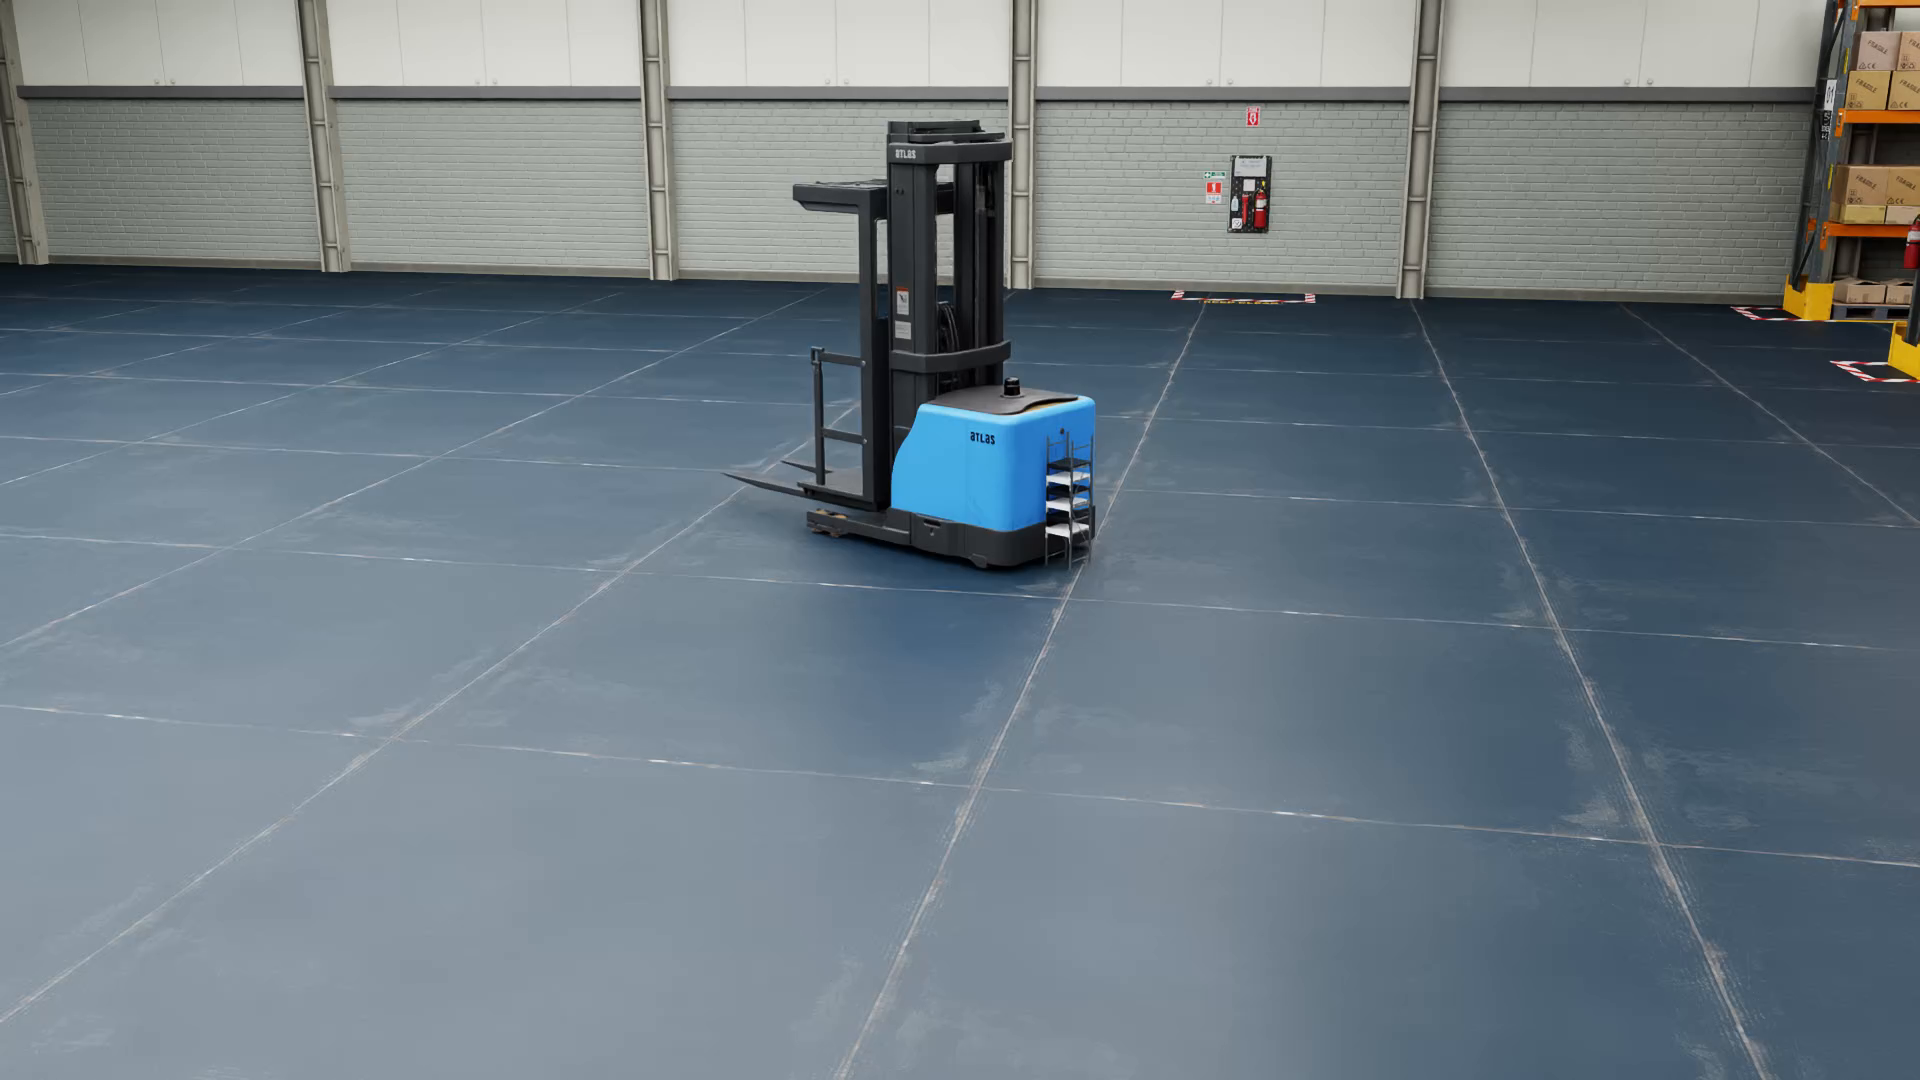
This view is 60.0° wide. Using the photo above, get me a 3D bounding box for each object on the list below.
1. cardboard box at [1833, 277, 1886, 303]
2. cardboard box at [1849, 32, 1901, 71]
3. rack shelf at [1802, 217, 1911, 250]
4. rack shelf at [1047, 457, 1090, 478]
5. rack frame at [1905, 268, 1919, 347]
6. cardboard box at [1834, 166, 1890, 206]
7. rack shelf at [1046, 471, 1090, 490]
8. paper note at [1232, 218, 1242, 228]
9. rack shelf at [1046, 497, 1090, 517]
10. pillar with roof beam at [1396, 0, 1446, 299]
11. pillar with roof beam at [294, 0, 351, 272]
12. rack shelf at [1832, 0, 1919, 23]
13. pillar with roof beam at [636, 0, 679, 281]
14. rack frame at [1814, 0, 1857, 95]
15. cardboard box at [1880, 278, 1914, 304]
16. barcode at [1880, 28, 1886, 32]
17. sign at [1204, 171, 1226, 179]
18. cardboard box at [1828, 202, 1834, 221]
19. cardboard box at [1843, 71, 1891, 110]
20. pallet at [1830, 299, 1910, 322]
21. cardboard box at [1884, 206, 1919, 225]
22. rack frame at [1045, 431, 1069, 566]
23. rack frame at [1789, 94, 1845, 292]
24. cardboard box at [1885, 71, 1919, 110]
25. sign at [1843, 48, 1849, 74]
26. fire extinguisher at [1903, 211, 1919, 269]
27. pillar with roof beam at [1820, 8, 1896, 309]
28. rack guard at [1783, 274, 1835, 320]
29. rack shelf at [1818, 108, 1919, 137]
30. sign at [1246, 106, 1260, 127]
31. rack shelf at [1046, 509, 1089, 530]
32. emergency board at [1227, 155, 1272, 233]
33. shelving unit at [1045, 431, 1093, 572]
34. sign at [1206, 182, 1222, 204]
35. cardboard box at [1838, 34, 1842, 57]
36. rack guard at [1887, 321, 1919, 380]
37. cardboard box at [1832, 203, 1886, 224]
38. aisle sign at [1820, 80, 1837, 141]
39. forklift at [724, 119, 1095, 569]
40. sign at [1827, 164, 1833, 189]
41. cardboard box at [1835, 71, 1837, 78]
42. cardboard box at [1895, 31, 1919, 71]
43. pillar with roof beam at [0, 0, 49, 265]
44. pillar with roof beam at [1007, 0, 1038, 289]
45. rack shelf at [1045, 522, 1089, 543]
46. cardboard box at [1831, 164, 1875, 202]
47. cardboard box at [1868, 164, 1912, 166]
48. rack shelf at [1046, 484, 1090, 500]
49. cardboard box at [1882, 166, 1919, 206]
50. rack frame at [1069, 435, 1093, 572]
[{"bbox_3d":[12.532,-3.491,23.189,0.500,0.311,0.500,1,16,5],"label":"cardboard box"},{"bbox_3d":[12.201,-6.537,22.254,0.500,0.500,0.500,2,16,7],"label":"cardboard box"},{"bbox_3d":[13.831,-4.182,22.819,4.000,0.370,1.077,3,16,11],"label":"rack shelf"},{"bbox_3d":[0.738,-0.491,11.193,0.200,0.077,0.258,13,20,39],"label":"rack shelf"},{"bbox_3d":[10.888,-3.339,18.428,0.127,3.000,1.000,3,16,11],"label":"rack frame"},{"bbox_3d":[12.279,-4.830,22.649,0.500,0.500,0.500,3,16,11],"label":"cardboard box"},{"bbox_3d":[0.738,-0.405,11.217,0.200,0.077,0.258,13,20,39],"label":"rack shelf"},{"bbox_3d":[4.276,-4.888,25.669,0.142,0.148,0.016,3,16,11],"label":"paper note"},{"bbox_3d":[0.738,-0.231,11.266,0.200,0.077,0.258,13,20,39],"label":"rack shelf"},{"bbox_3d":[5.992,-6.909,20.075,0.400,9.000,9.100,3,16,11],"label":"pillar with roof beam"},{"bbox_3d":[-11.647,-7.866,23.532,0.400,9.000,9.100,3,16,11],"label":"pillar with roof beam"},{"bbox_3d":[13.831,-7.072,22.019,4.000,0.370,1.077,3,16,11],"label":"rack shelf"},{"bbox_3d":[-5.767,-7.547,22.380,0.400,9.000,9.100,3,16,11],"label":"pillar with roof beam"},{"bbox_3d":[11.872,-7.527,22.306,0.127,3.000,1.000,3,16,11],"label":"rack frame"},{"bbox_3d":[13.090,-3.461,23.080,0.500,0.311,0.500,4,16,16],"label":"cardboard box"},{"bbox_3d":[12.667,-6.993,22.816,0.075,0.075,0.001,3,16,11],"label":"barcode"},{"bbox_3d":[3.918,-5.611,25.571,0.331,0.109,0.001,3,16,11],"label":"sign"},{"bbox_3d":[12.368,-4.599,23.218,0.500,0.250,0.500,3,16,12],"label":"cardboard box"},{"bbox_3d":[12.149,-6.056,22.390,0.500,0.500,0.500,4,16,13],"label":"cardboard box"},{"bbox_3d":[12.735,-3.235,23.275,1.213,0.211,1.003,3,16,11],"label":"pallet"},{"bbox_3d":[12.798,-4.440,22.645,0.500,0.250,0.500,3,16,9],"label":"cardboard box"},{"bbox_3d":[0.661,-0.281,11.320,0.006,0.900,0.240,13,20,39],"label":"rack frame"},{"bbox_3d":[11.872,-4.635,23.107,0.127,3.000,1.000,3,16,11],"label":"rack frame"},{"bbox_3d":[12.669,-6.018,22.254,0.500,0.500,0.500,4,16,15],"label":"cardboard box"},{"bbox_3d":[11.764,-6.360,22.078,0.005,0.325,0.100,3,16,11],"label":"sign"},{"bbox_3d":[10.865,-3.430,18.900,0.183,0.674,0.296,3,16,11],"label":"fire extinguisher"},{"bbox_3d":[11.872,-6.589,18.923,0.400,9.000,9.100,3,16,11],"label":"pillar with roof beam"},{"bbox_3d":[11.946,-3.427,23.426,0.348,0.500,1.175,3,16,11],"label":"rack guard"},{"bbox_3d":[13.831,-5.628,22.419,4.000,0.370,1.077,3,16,11],"label":"rack shelf"},{"bbox_3d":[4.448,-6.429,25.239,0.199,0.298,0.001,3,16,11],"label":"sign"},{"bbox_3d":[0.738,-0.144,11.290,0.200,0.077,0.258,13,20,39],"label":"rack shelf"},{"bbox_3d":[4.436,-5.285,25.452,0.643,1.169,0.194,3,16,11],"label":"emergency board"},{"bbox_3d":[0.738,-0.263,11.257,0.210,0.900,0.258,13,20,39],"label":"shelving unit"},{"bbox_3d":[3.915,-5.359,25.651,0.234,0.329,0.001,3,16,11],"label":"sign"},{"bbox_3d":[12.346,-6.666,22.721,0.500,0.500,0.500,4,16,14],"label":"cardboard box"},{"bbox_3d":[10.864,-2.136,18.766,0.348,0.500,1.175,3,16,11],"label":"rack guard"},{"bbox_3d":[12.286,-4.464,22.731,0.500,0.250,0.500,3,16,9],"label":"cardboard box"},{"bbox_3d":[11.741,-5.814,22.491,0.004,0.787,0.394,3,16,11],"label":"aisle sign"},{"bbox_3d":[-0.491,-1.525,12.007,3.031,2.935,1.130,13,20,39],"label":"forklift"},{"bbox_3d":[11.764,-4.911,22.479,0.005,0.325,0.100,3,16,11],"label":"sign"},{"bbox_3d":[12.331,-6.183,22.850,0.500,0.500,0.500,4,16,15],"label":"cardboard box"},{"bbox_3d":[12.682,-6.497,22.110,0.500,0.500,0.500,3,16,10],"label":"cardboard box"},{"bbox_3d":[-17.526,-8.185,24.684,0.400,9.000,9.100,3,16,11],"label":"pillar with roof beam"},{"bbox_3d":[0.113,-7.228,21.228,0.400,9.000,9.100,3,16,11],"label":"pillar with roof beam"},{"bbox_3d":[0.738,-0.058,11.314,0.200,0.077,0.258,13,20,39],"label":"rack shelf"},{"bbox_3d":[12.376,-4.965,23.135,0.500,0.500,0.500,3,16,10],"label":"cardboard box"},{"bbox_3d":[12.867,-4.935,23.029,0.500,0.500,0.500,3,16,12],"label":"cardboard box"},{"bbox_3d":[0.738,-0.318,11.241,0.200,0.077,0.258,13,20,39],"label":"rack shelf"},{"bbox_3d":[12.762,-4.801,22.545,0.500,0.500,0.500,3,16,11],"label":"cardboard box"},{"bbox_3d":[0.815,-0.246,11.193,0.006,0.900,0.240,13,20,39],"label":"rack frame"}]
